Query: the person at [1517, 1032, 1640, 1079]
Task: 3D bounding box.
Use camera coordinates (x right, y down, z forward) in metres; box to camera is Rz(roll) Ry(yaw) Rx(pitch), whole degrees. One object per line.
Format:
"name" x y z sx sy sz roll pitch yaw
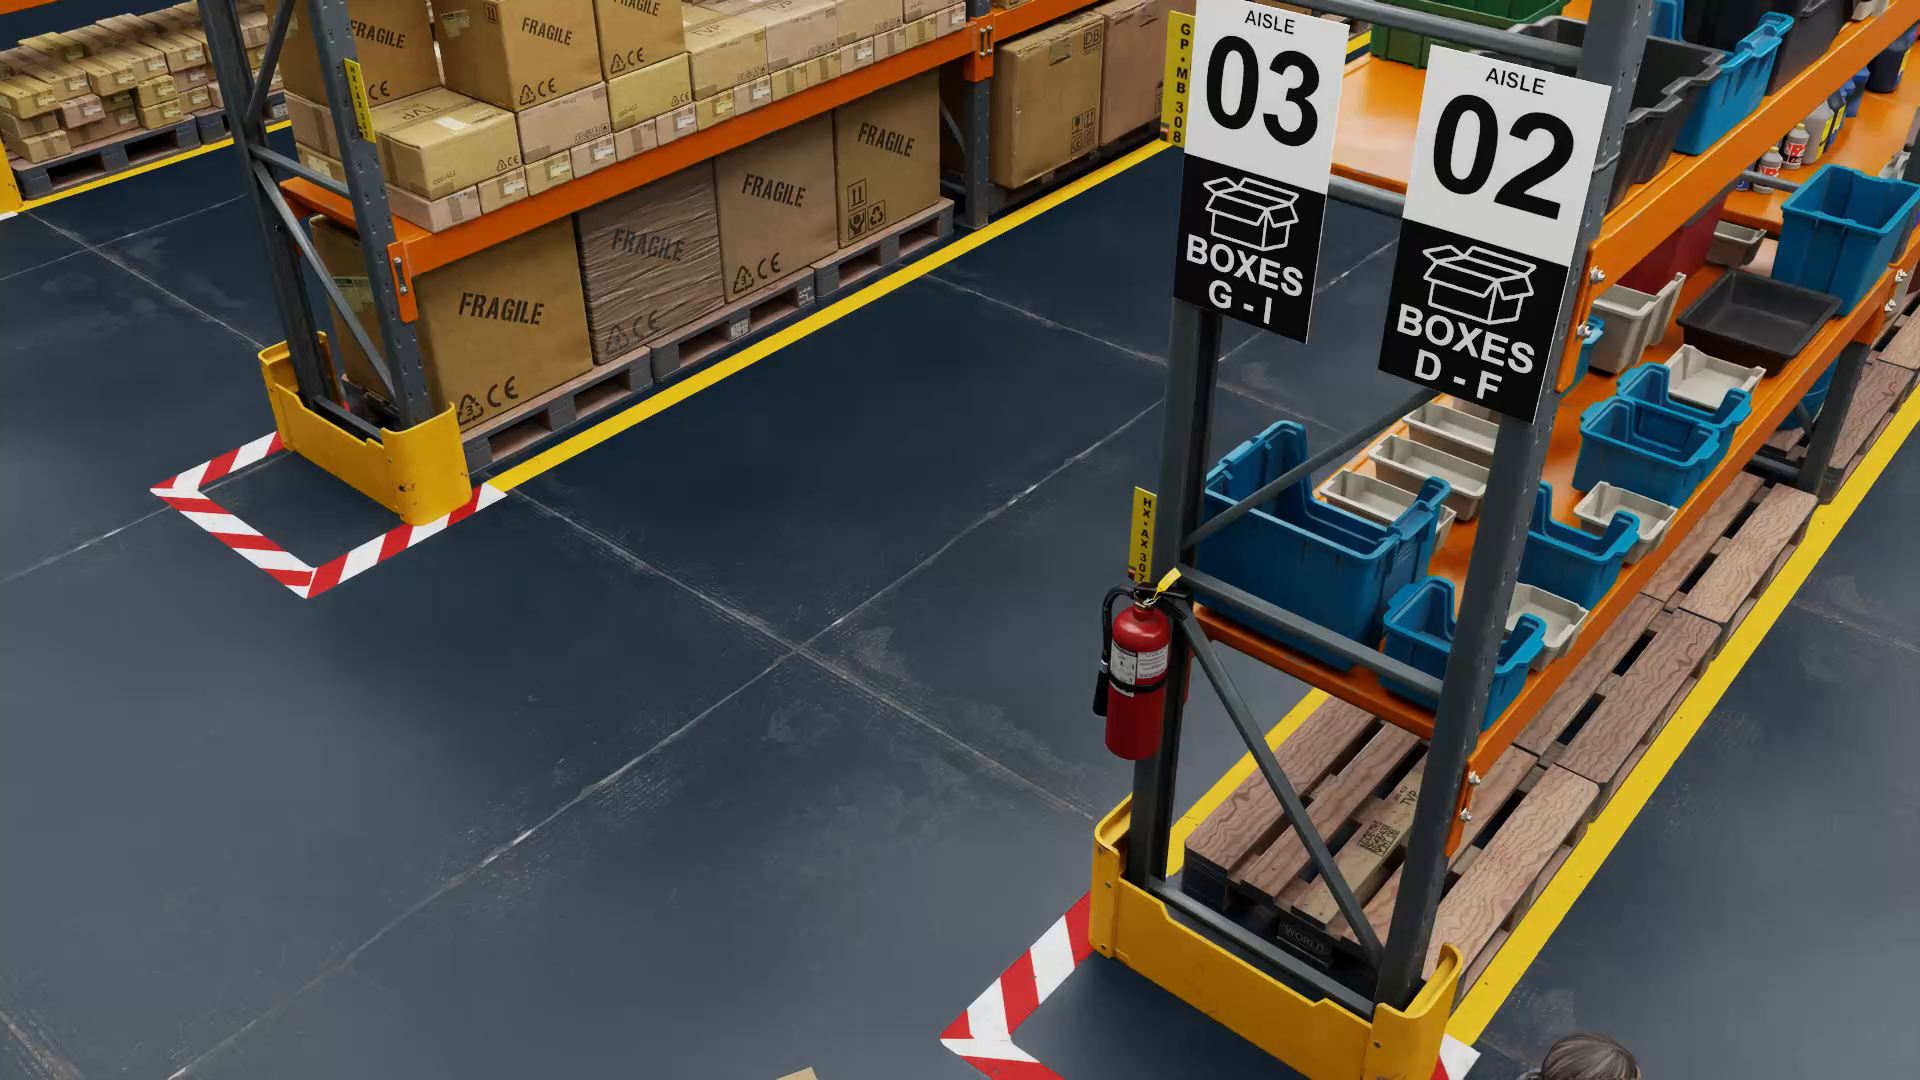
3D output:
"person" 1.271 1.748 3.718 0.480 1.704 0.560 10 37 14
